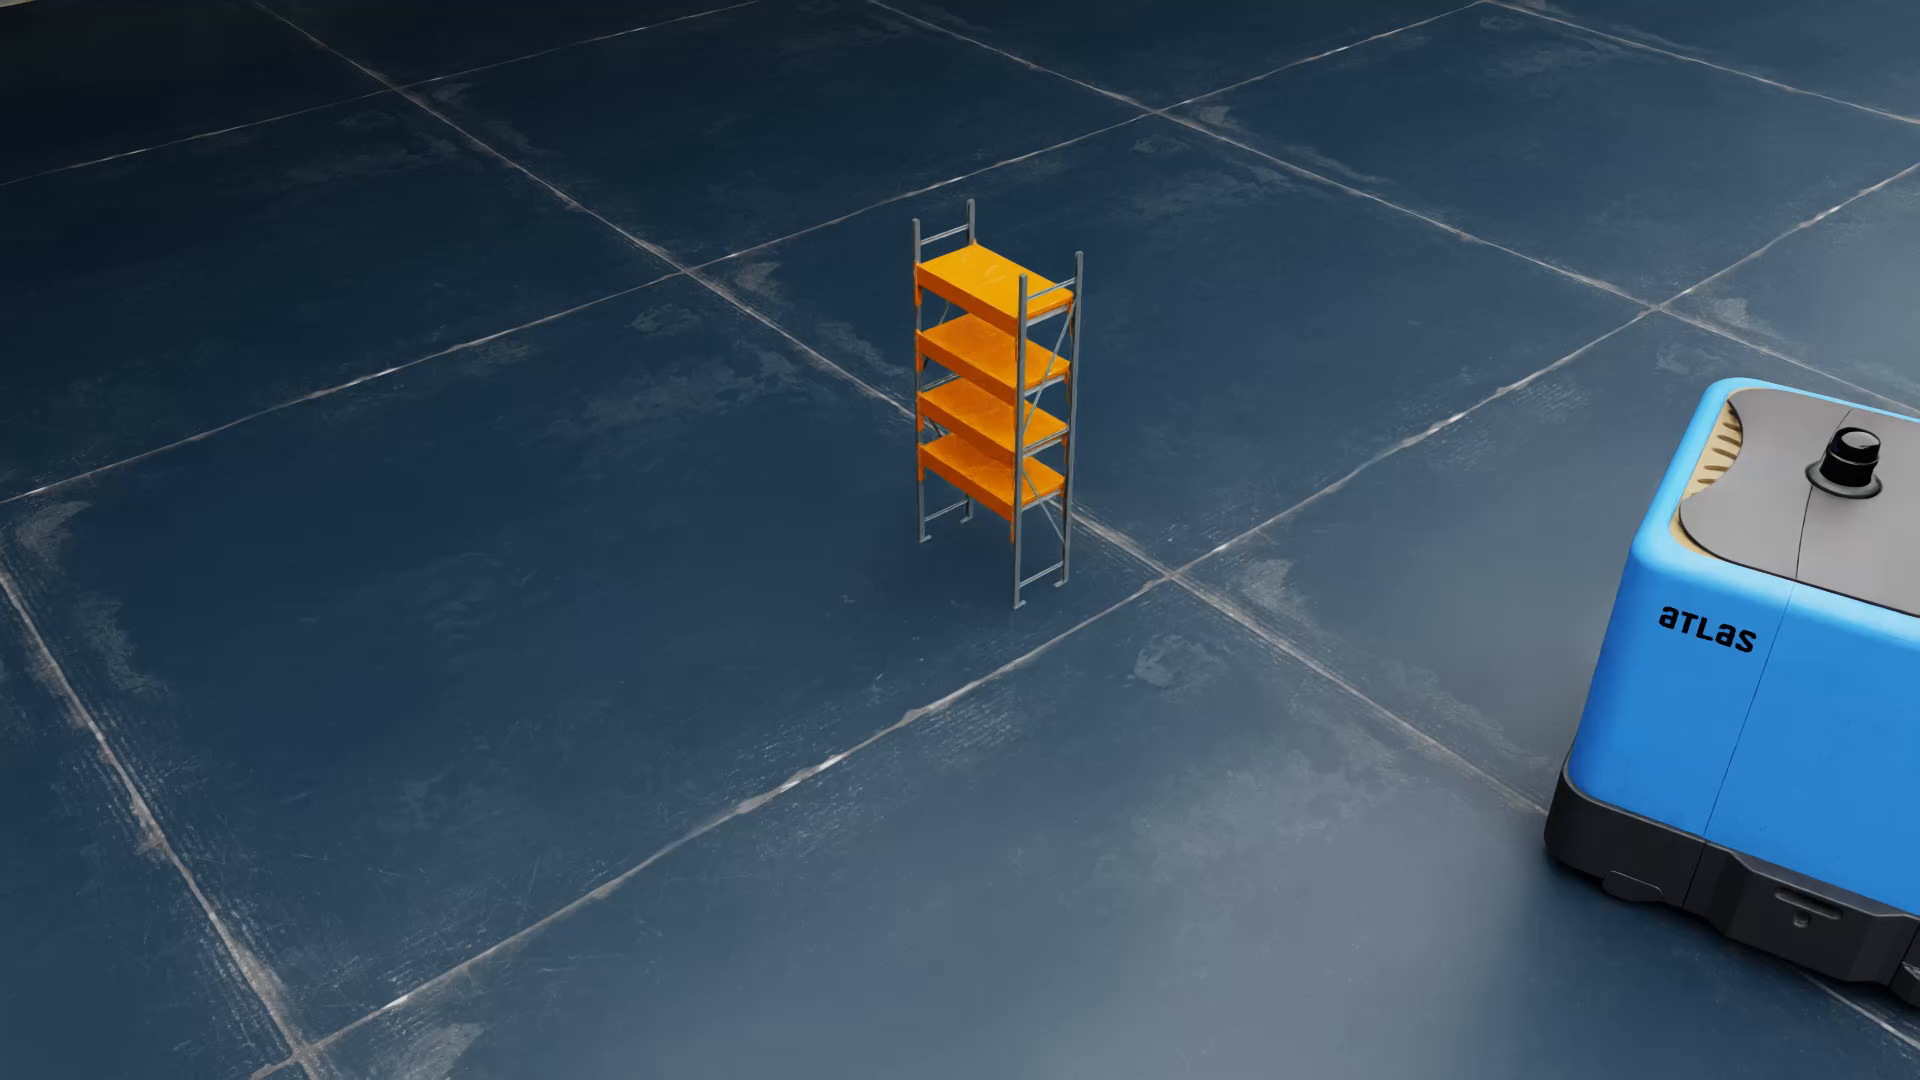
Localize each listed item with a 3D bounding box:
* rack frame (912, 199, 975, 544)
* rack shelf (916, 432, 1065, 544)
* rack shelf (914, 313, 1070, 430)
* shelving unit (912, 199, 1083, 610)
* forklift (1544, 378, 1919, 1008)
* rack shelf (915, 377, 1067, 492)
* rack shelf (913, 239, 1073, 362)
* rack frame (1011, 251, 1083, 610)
[{"bbox_3d":[-0.051,-0.524,5.452,0.240,1.200,0.015,-26,43,-32],"label":"rack frame"},{"bbox_3d":[0.107,-0.200,5.454,0.258,0.148,0.480,-26,43,-32],"label":"rack shelf"},{"bbox_3d":[0.107,-0.544,5.210,0.258,0.148,0.480,-26,43,-32],"label":"rack shelf"},{"bbox_3d":[0.107,-0.417,5.300,0.258,1.200,0.503,-26,43,-32],"label":"shelving unit"},{"bbox_3d":[3.101,-0.105,3.362,3.031,2.935,1.130,19,40,25],"label":"forklift"},{"bbox_3d":[0.107,-0.362,5.339,0.258,0.148,0.480,-26,43,-32],"label":"rack shelf"},{"bbox_3d":[0.107,-0.737,5.073,0.258,0.148,0.480,-26,43,-32],"label":"rack shelf"},{"bbox_3d":[0.264,-0.309,5.148,0.240,1.200,0.015,-26,43,-32],"label":"rack frame"}]
